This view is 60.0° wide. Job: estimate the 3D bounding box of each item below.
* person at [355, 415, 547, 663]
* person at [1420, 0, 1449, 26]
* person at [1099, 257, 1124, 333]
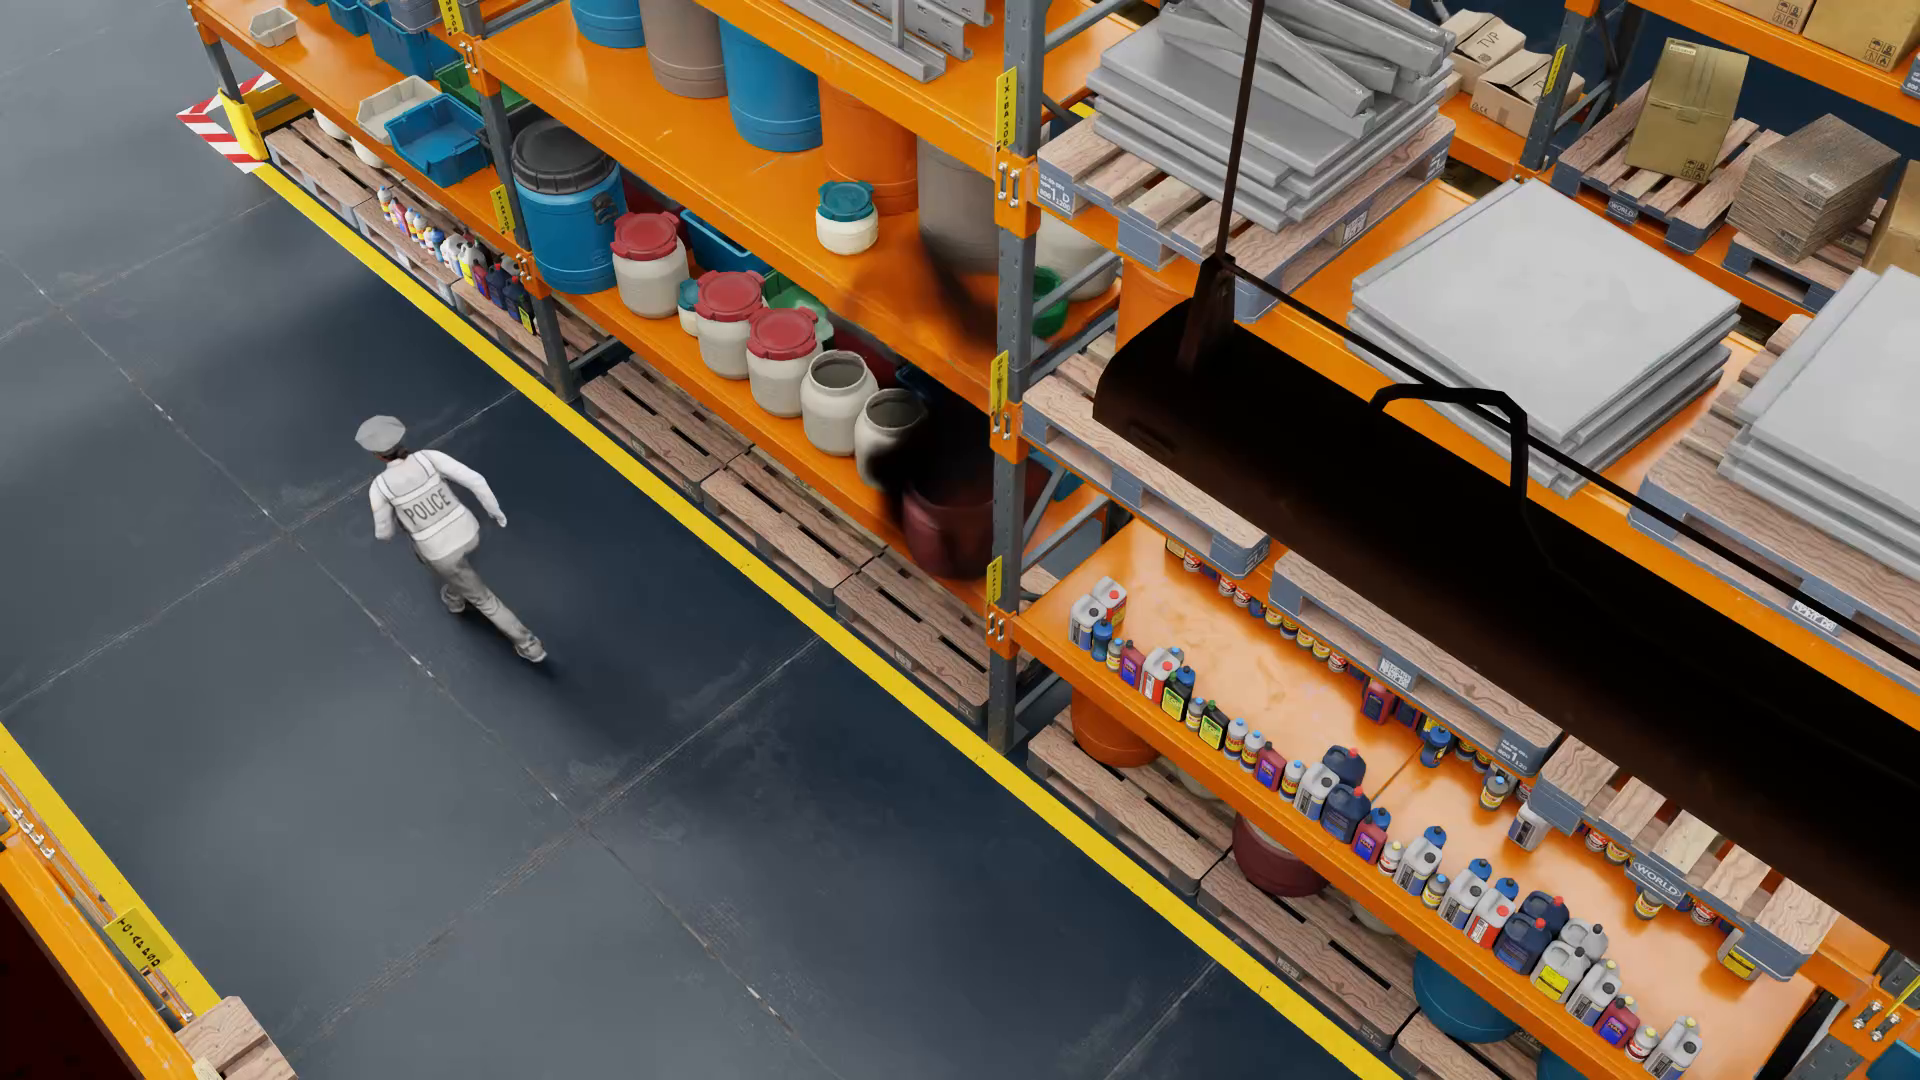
[{"bbox_3d":[-2.828,0.065,9.339,1.014,1.503,0.625,36,59,26],"label":"person"},{"bbox_3d":[3.733,-4.892,13.391,0.906,1.737,0.616,29,56,22],"label":"person"},{"bbox_3d":[1.212,-1.096,10.220,0.756,1.703,0.685,31,57,23],"label":"person"}]
